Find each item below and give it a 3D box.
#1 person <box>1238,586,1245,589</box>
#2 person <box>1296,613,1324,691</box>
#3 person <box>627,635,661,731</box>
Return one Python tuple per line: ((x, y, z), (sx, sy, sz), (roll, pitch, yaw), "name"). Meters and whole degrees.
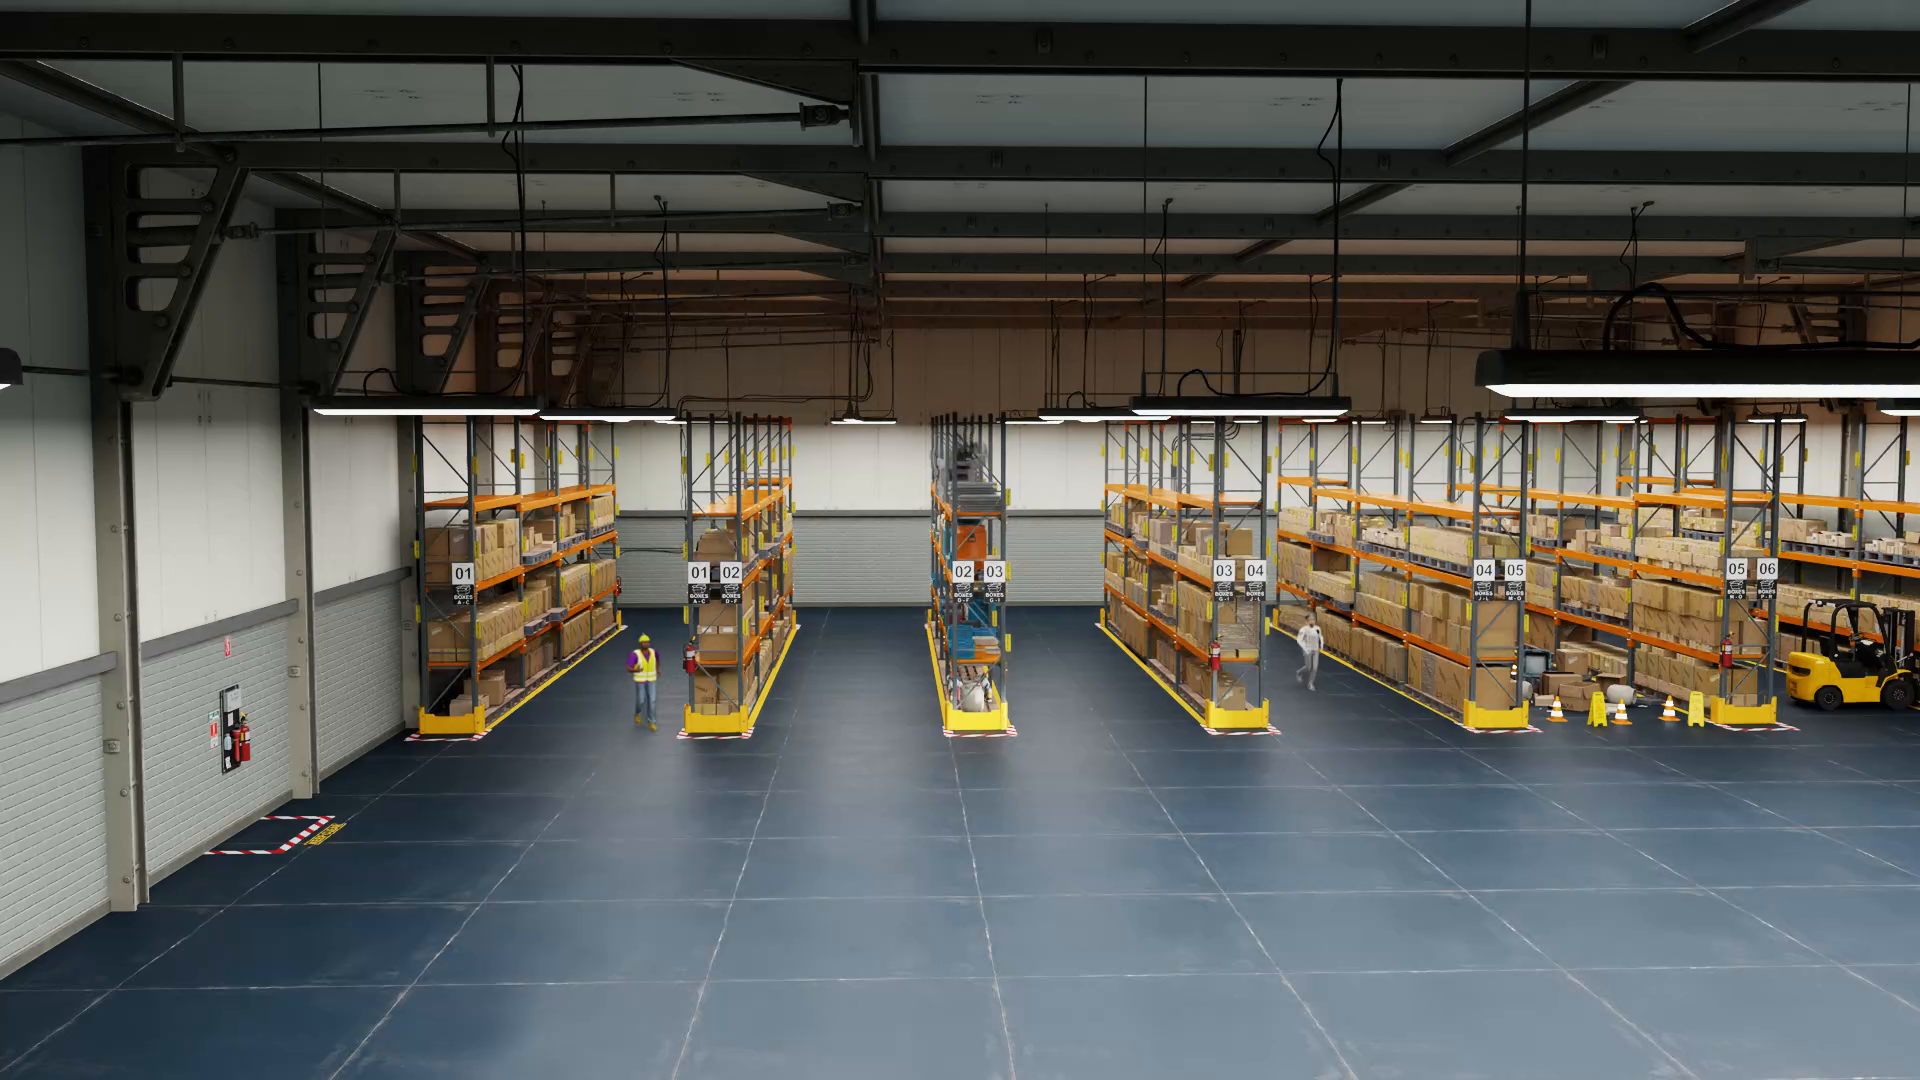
((7.828, 1.755, 46.569), (0.597, 1.632, 0.936), (0, 4, 5), "person")
((7.666, 2.429, 36.388), (0.618, 1.682, 0.619), (-1, 4, -11), "person")
((-5.954, 2.675, 31.428), (0.698, 1.764, 0.966), (-2, 4, -26), "person")
